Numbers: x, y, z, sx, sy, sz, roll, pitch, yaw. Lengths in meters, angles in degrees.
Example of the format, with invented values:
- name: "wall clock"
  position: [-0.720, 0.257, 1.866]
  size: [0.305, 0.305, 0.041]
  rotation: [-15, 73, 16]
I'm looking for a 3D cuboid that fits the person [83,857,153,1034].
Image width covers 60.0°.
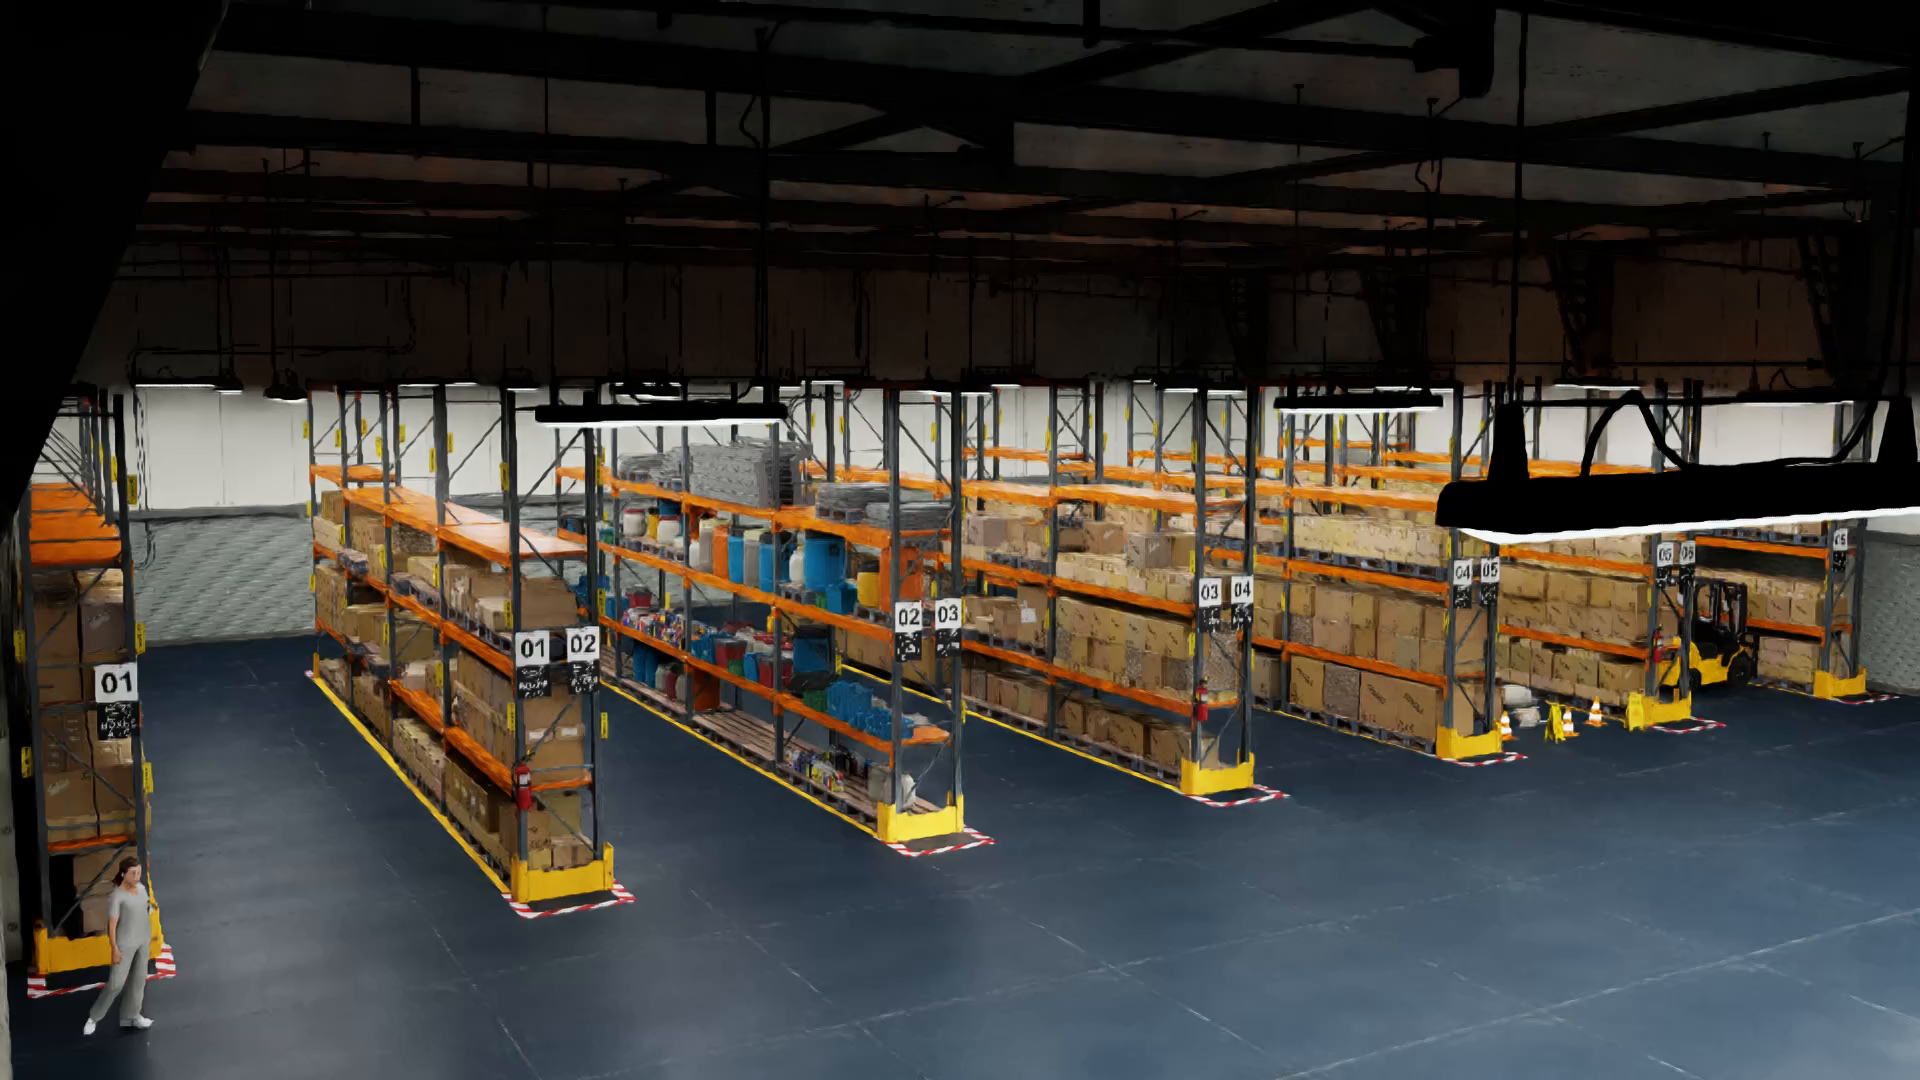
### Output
- name: "person"
  position: [-7.970, 3.834, 15.712]
  size: [0.498, 1.664, 0.637]
  rotation: [2, 6, 20]
